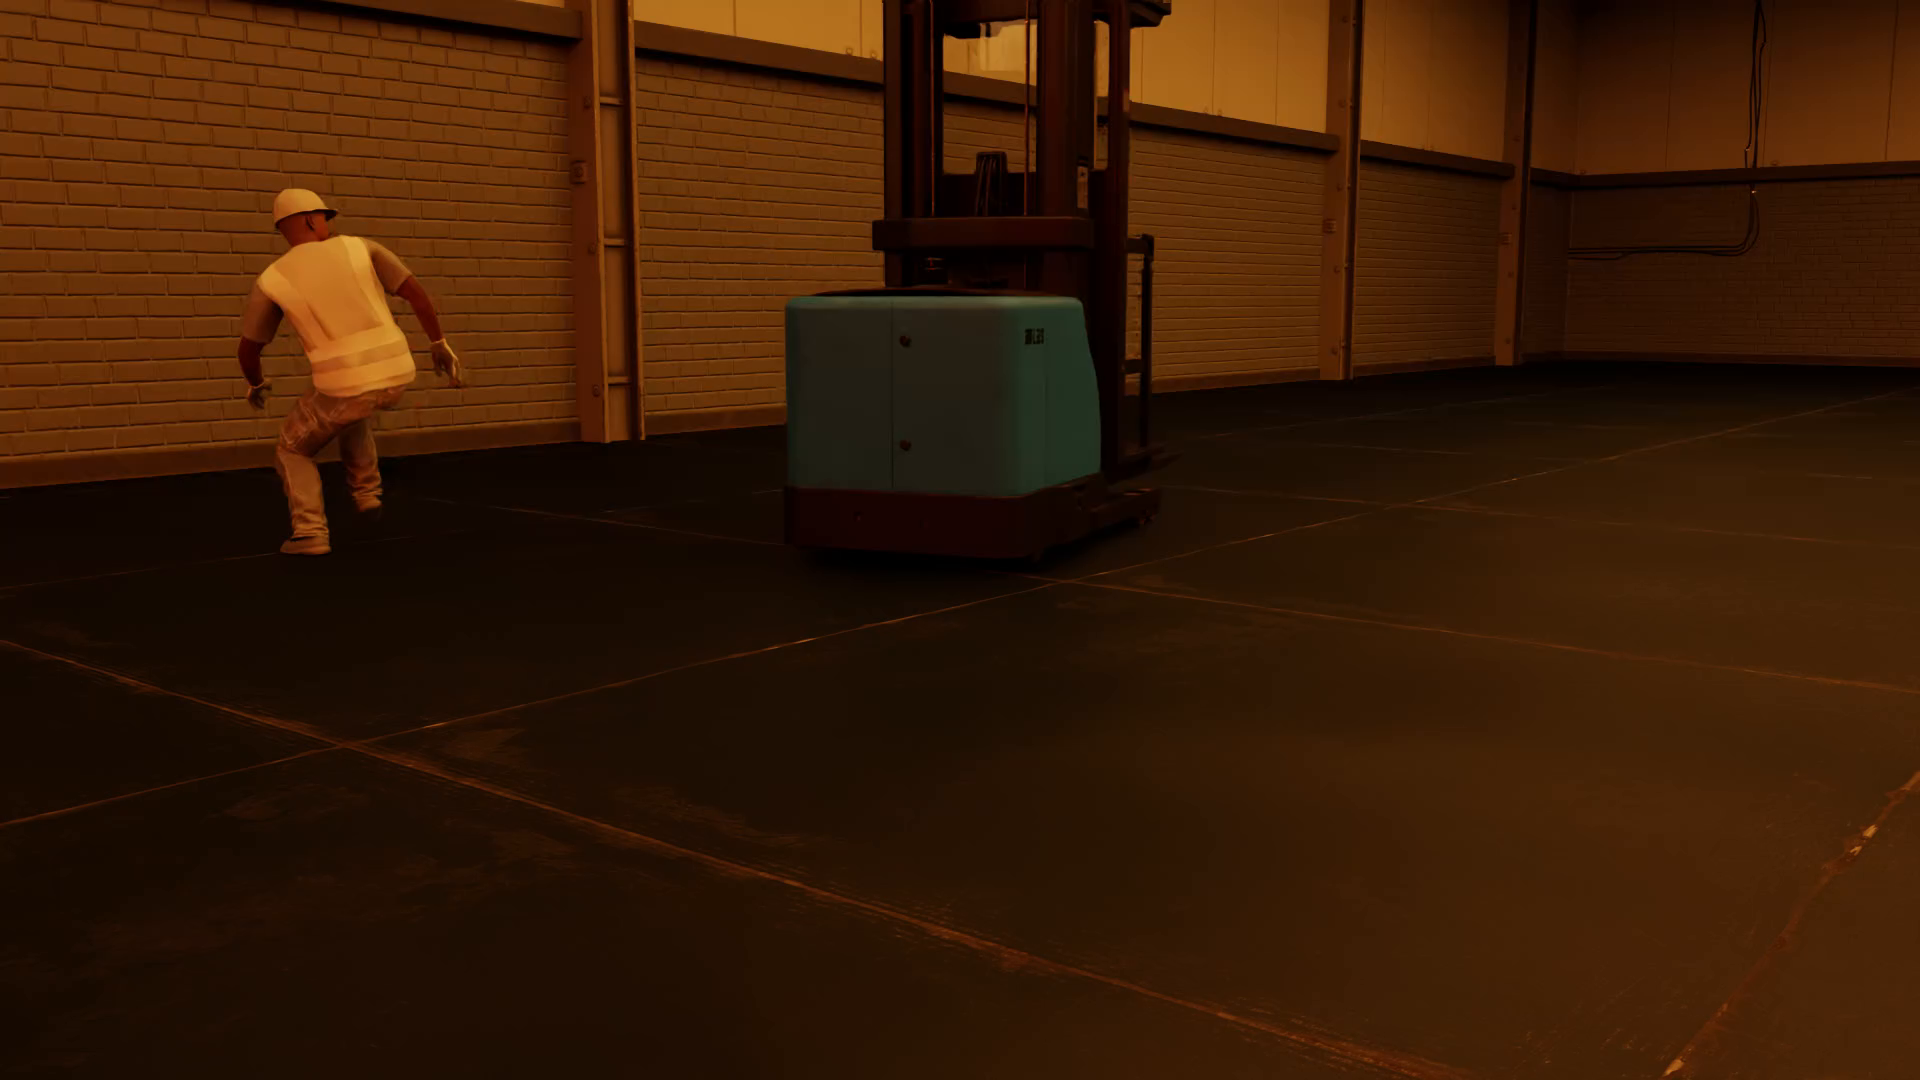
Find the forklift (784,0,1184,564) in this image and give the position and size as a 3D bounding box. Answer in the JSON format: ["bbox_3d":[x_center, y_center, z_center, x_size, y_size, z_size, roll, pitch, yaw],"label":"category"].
[{"bbox_3d":[0.327,-1.532,7.751,1.130,2.935,3.031,4,9,23],"label":"forklift"}]

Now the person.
[{"bbox_3d":[-2.676,-0.730,7.185,0.810,1.547,0.747,-7,11,-41],"label":"person"}]
